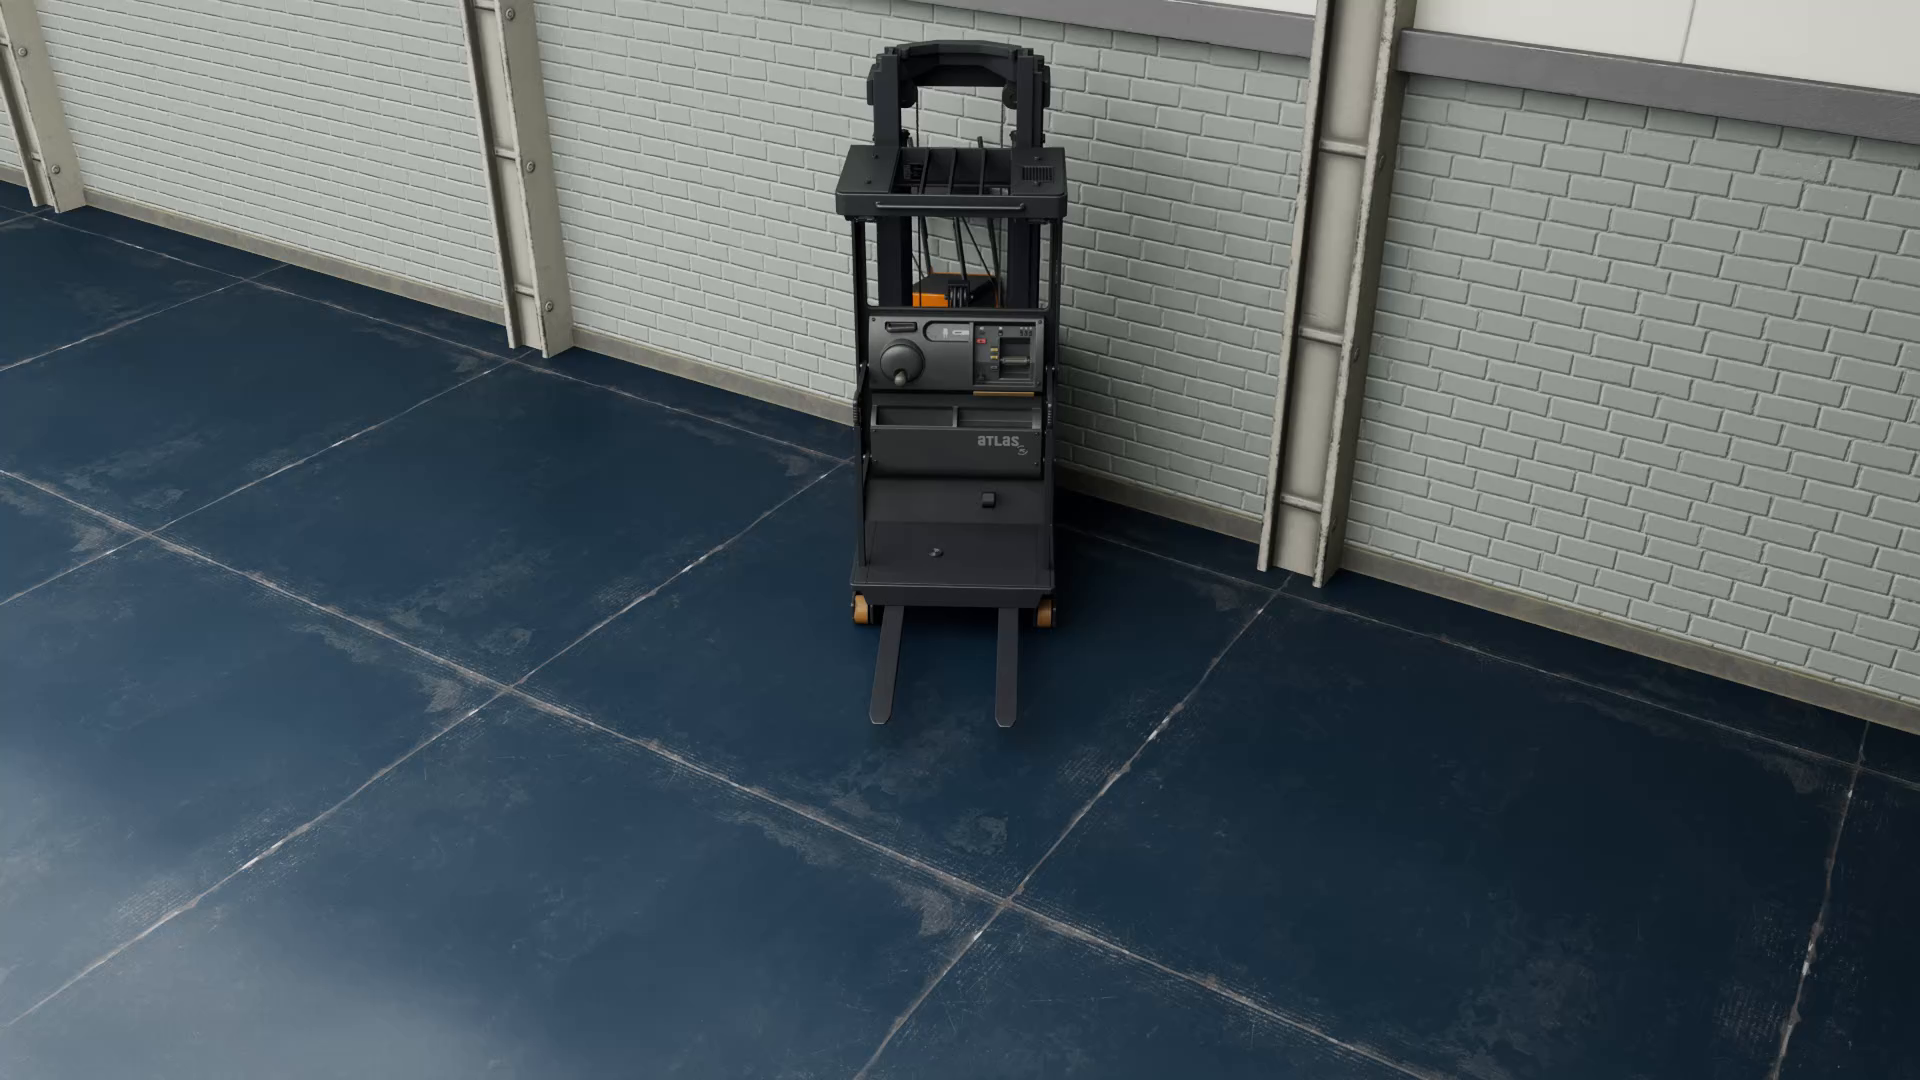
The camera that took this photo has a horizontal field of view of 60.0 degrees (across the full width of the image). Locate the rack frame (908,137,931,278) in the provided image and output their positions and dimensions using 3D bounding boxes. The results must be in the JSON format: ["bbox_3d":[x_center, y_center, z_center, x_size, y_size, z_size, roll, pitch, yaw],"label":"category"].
[{"bbox_3d":[-0.254,-1.385,10.233,0.015,2.100,0.400,8,30,31],"label":"rack frame"}]

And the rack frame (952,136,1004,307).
[{"bbox_3d":[0.161,-1.328,9.981,0.015,2.100,0.400,8,30,31],"label":"rack frame"}]

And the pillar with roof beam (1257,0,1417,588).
[{"bbox_3d":[-0.320,-1.894,4.238,0.400,9.000,9.100,18,35,27],"label":"pillar with roof beam"}]

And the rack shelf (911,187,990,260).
[{"bbox_3d":[-0.138,-1.971,9.816,0.480,0.518,0.431,8,30,31],"label":"rack shelf"}]

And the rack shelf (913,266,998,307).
[{"bbox_3d":[-0.045,-1.344,10.113,0.480,0.518,0.431,8,30,31],"label":"rack shelf"}]

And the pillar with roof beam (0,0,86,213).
[{"bbox_3d":[-10.484,-5.108,9.749,0.400,9.000,9.100,18,35,27],"label":"pillar with roof beam"}]

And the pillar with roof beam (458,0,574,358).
[{"bbox_3d":[-5.402,-3.501,6.994,0.400,9.000,9.100,18,35,27],"label":"pillar with roof beam"}]

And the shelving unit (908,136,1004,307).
[{"bbox_3d":[-0.046,-1.356,10.107,0.503,2.100,0.431,8,30,31],"label":"shelving unit"}]

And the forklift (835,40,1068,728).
[{"bbox_3d":[-0.025,-0.949,8.640,1.130,2.935,3.031,1,30,2],"label":"forklift"}]
